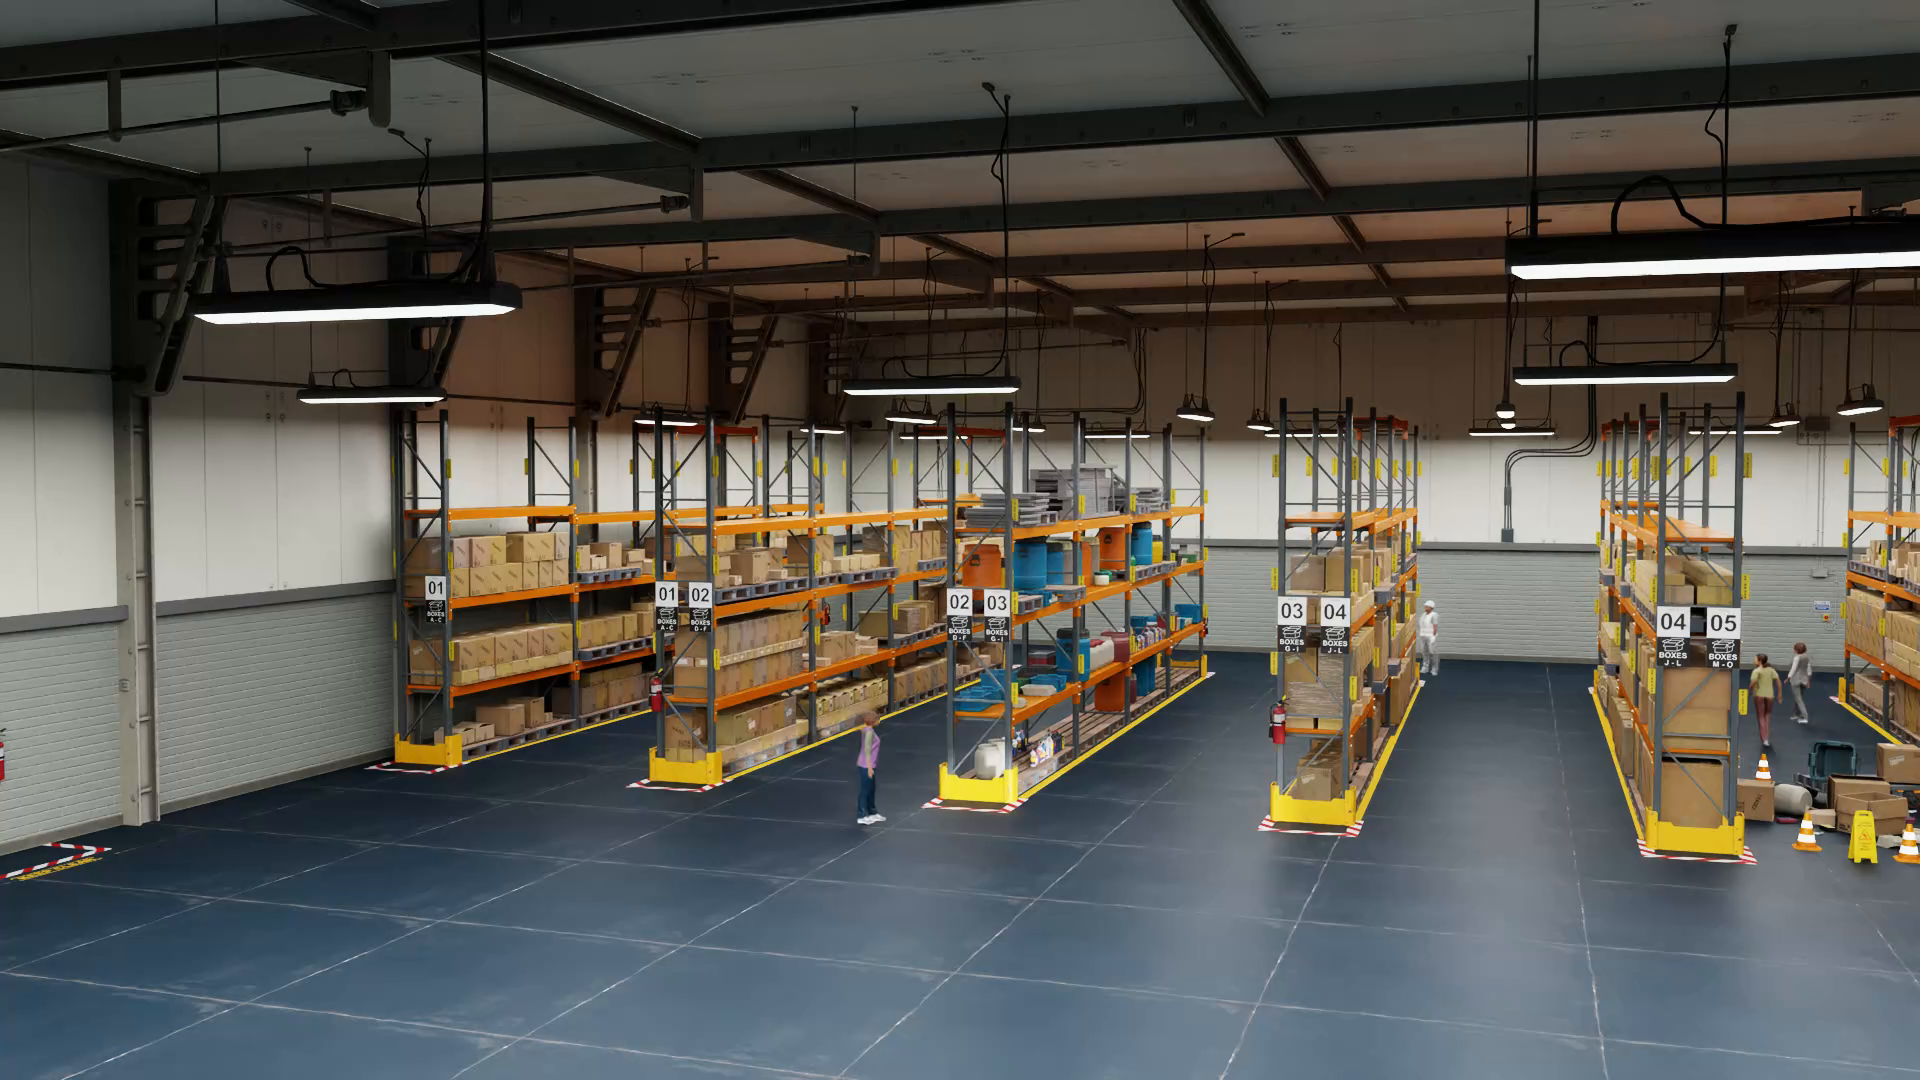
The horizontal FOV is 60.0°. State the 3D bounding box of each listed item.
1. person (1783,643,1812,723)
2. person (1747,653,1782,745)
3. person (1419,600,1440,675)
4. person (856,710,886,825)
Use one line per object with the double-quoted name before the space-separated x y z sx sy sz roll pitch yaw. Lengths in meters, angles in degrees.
"person" 16.473 2.798 32.684 0.494 1.578 0.841 0 2 -2
"person" 14.626 2.891 30.243 0.624 1.641 0.636 1 3 16
"person" 11.450 2.382 40.577 0.403 1.820 0.572 -2 3 -35
"person" -1.255 3.227 23.472 0.427 1.582 0.504 0 2 -3
